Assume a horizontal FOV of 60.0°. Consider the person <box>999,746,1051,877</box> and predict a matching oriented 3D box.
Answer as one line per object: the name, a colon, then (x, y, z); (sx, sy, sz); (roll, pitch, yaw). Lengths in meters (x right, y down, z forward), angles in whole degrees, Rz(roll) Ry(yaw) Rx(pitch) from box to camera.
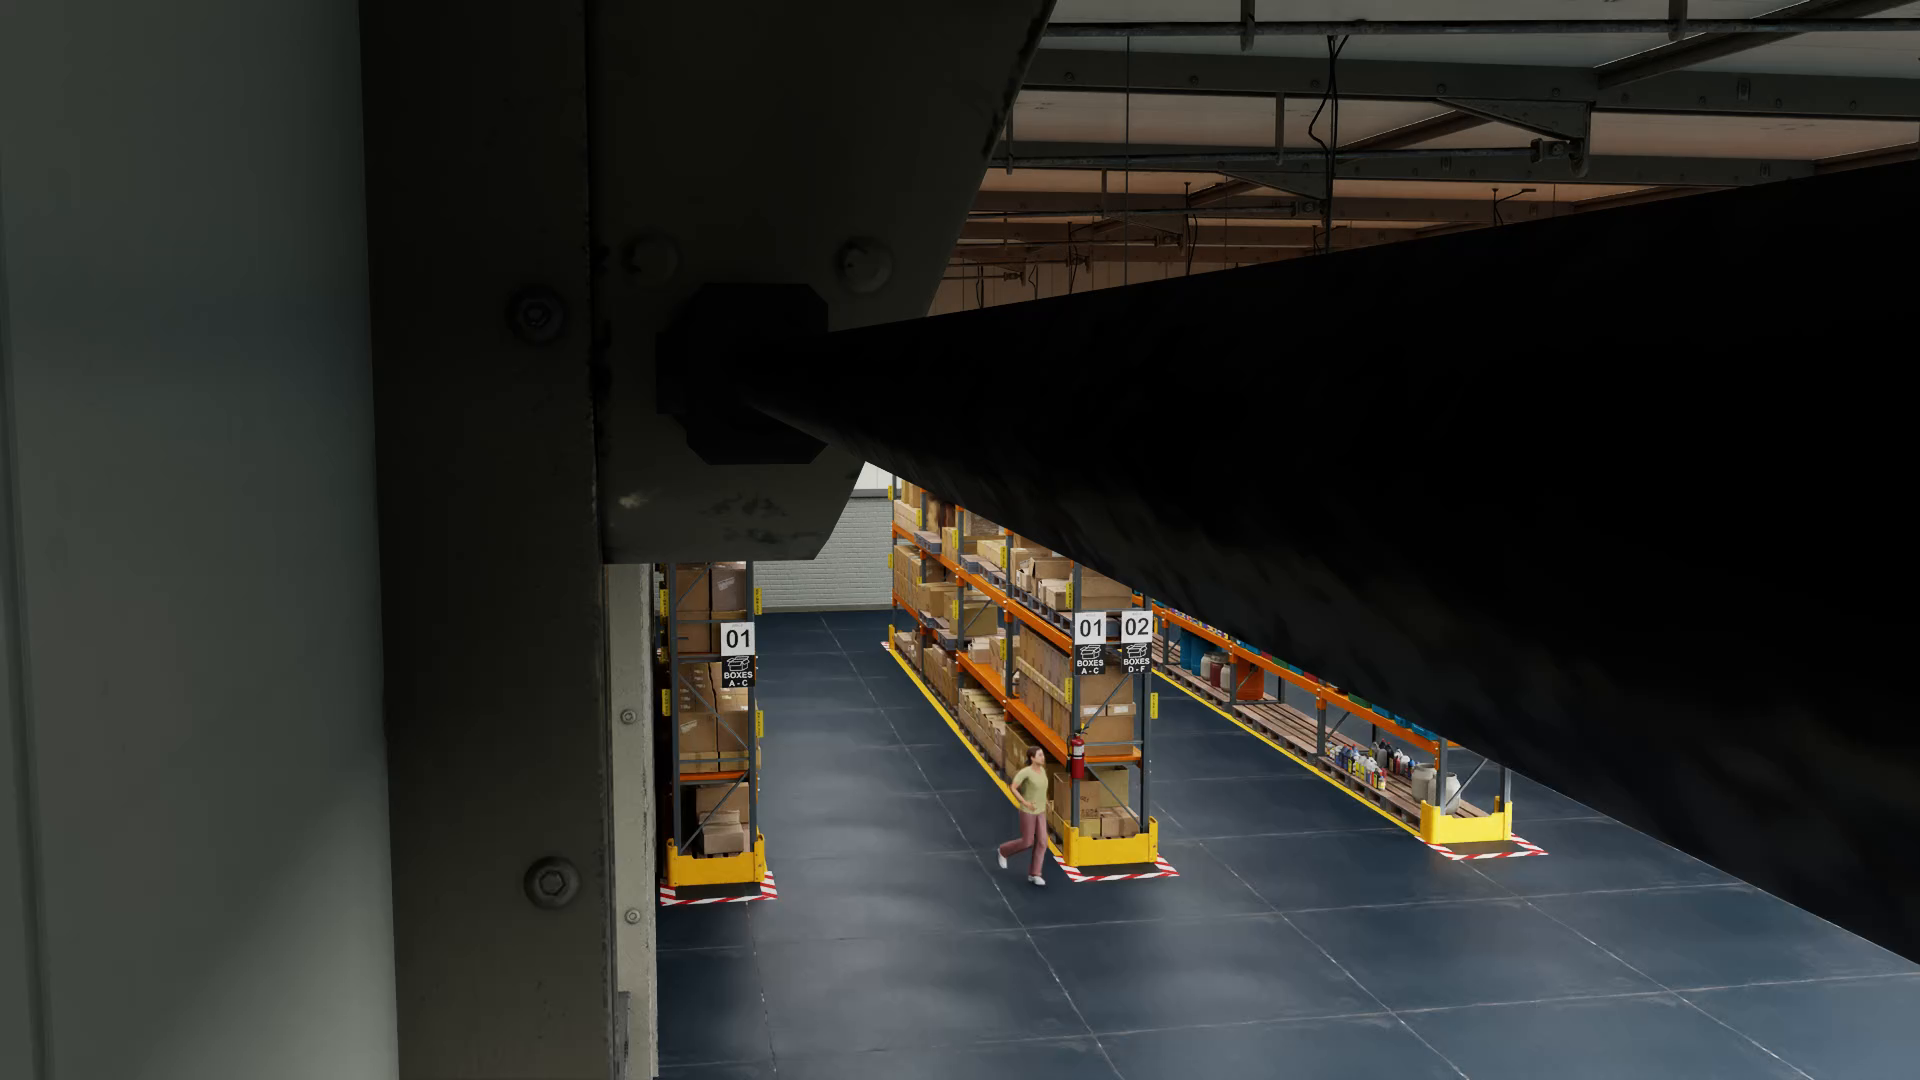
person: (0.882, 3.291, 20.388); (0.634, 1.554, 0.656); (-6, 8, -42)
